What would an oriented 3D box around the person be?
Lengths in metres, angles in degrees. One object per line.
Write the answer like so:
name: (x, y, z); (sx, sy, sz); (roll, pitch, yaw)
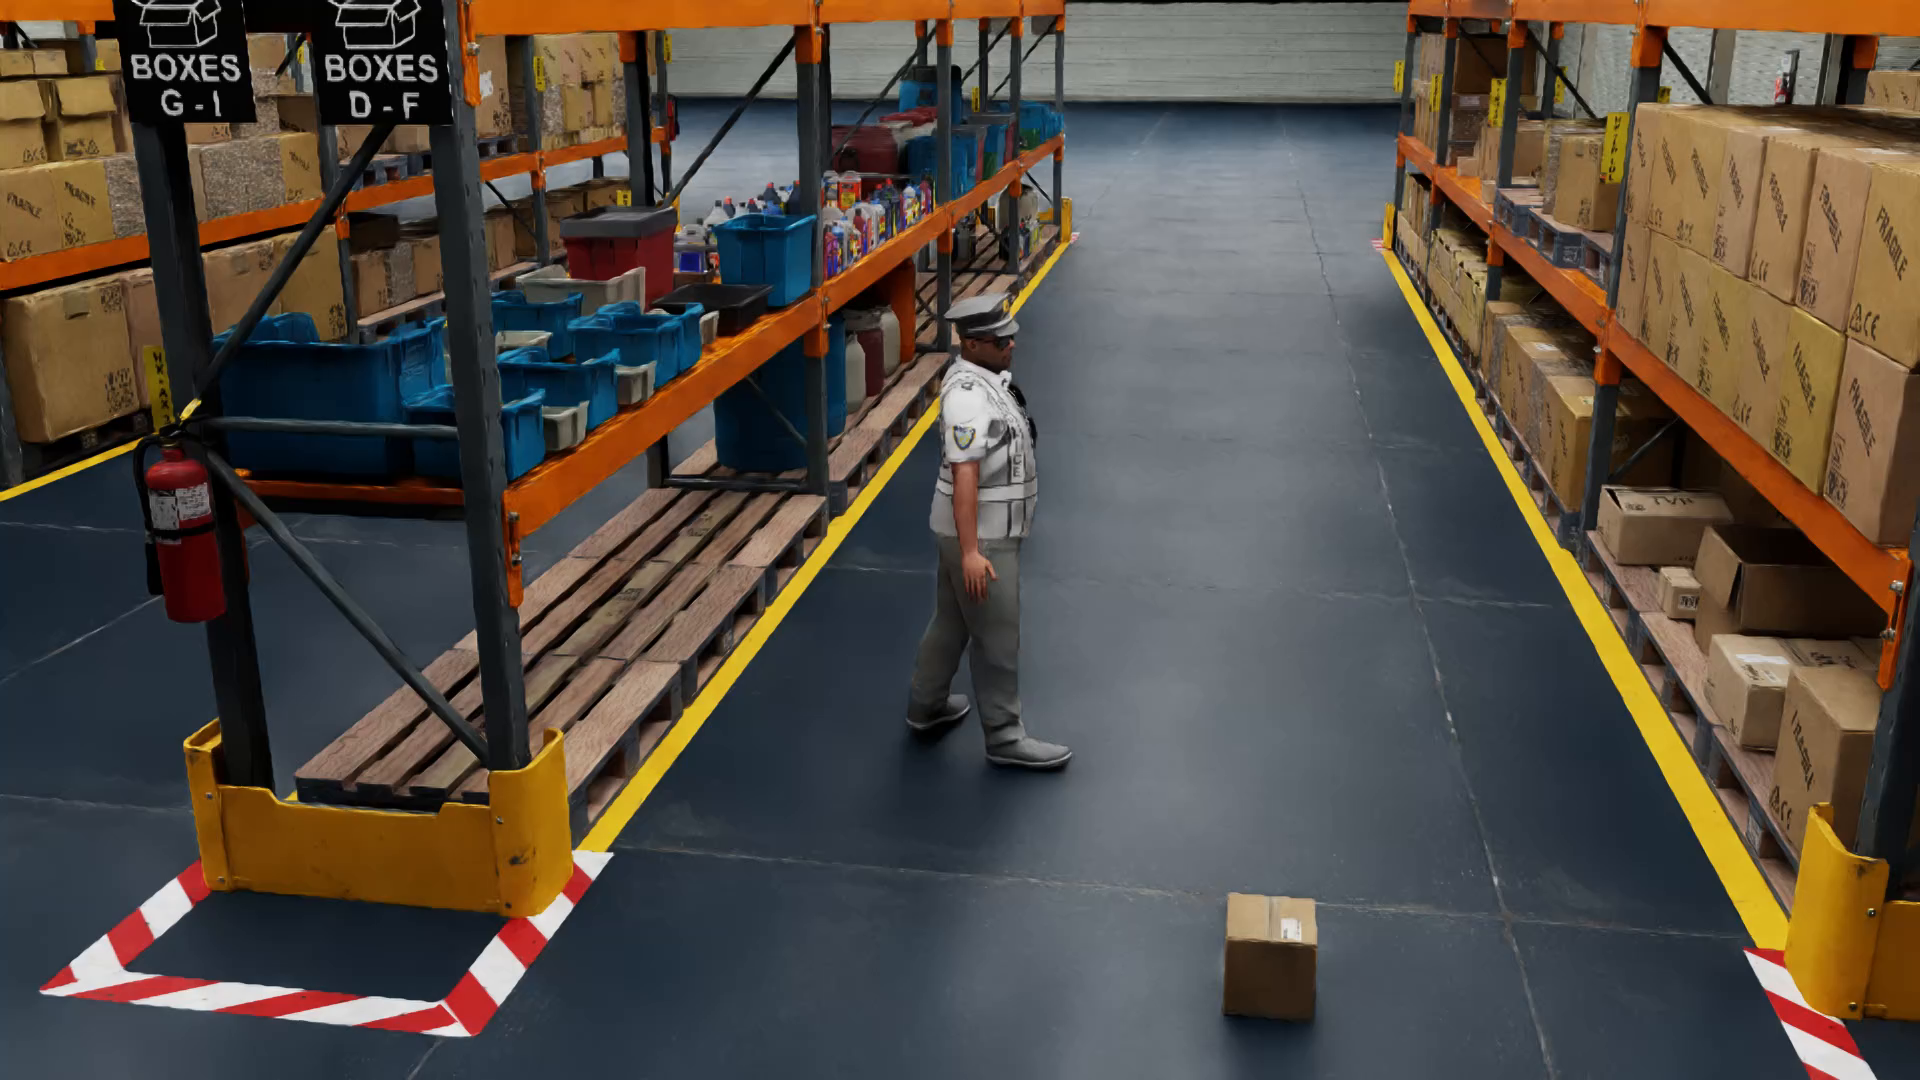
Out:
person: (0.102, -0.029, 6.110); (0.640, 1.738, 0.762); (1, 18, 2)
